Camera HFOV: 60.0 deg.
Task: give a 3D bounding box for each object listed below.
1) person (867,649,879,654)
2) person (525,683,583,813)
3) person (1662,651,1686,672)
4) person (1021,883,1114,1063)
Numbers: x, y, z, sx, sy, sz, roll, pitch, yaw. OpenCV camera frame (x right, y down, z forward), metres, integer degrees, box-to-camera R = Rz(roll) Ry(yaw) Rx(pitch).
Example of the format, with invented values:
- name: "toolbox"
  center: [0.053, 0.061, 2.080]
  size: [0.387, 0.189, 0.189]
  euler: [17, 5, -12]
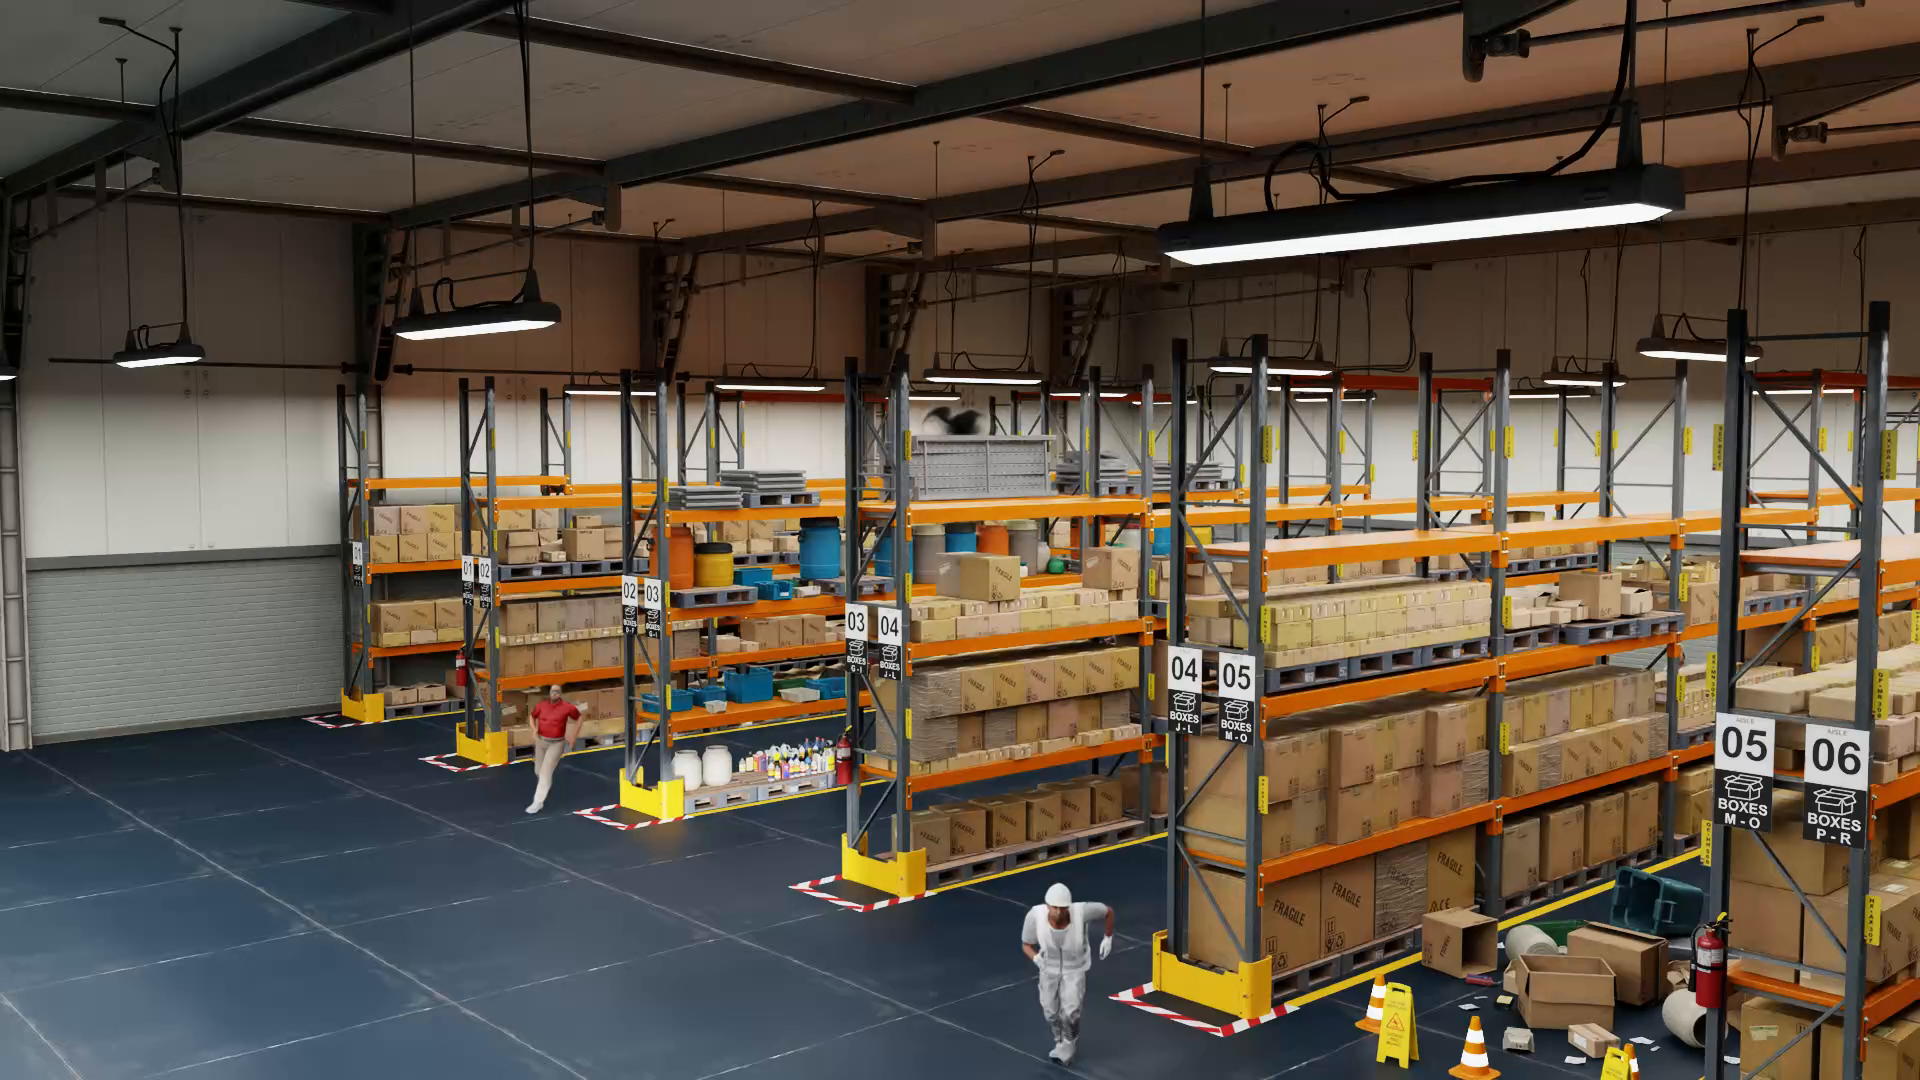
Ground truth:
- name: "person"
  center: [-1.675, 2.049, 34.289]
  size: [0.668, 1.767, 0.821]
  euler: [4, 5, 44]
- name: "person"
  center: [-5.601, 2.812, 22.799]
  size: [0.738, 1.703, 0.971]
  euler: [1, 4, 10]
- name: "person"
  center: [11.547, 2.589, 26.775]
  size: [0.573, 1.655, 0.815]
  euler: [2, 4, 33]
- name: "person"
  center: [0.865, 3.476, 13.333]
  size: [0.722, 1.594, 0.922]
  euler: [1, 4, 10]
